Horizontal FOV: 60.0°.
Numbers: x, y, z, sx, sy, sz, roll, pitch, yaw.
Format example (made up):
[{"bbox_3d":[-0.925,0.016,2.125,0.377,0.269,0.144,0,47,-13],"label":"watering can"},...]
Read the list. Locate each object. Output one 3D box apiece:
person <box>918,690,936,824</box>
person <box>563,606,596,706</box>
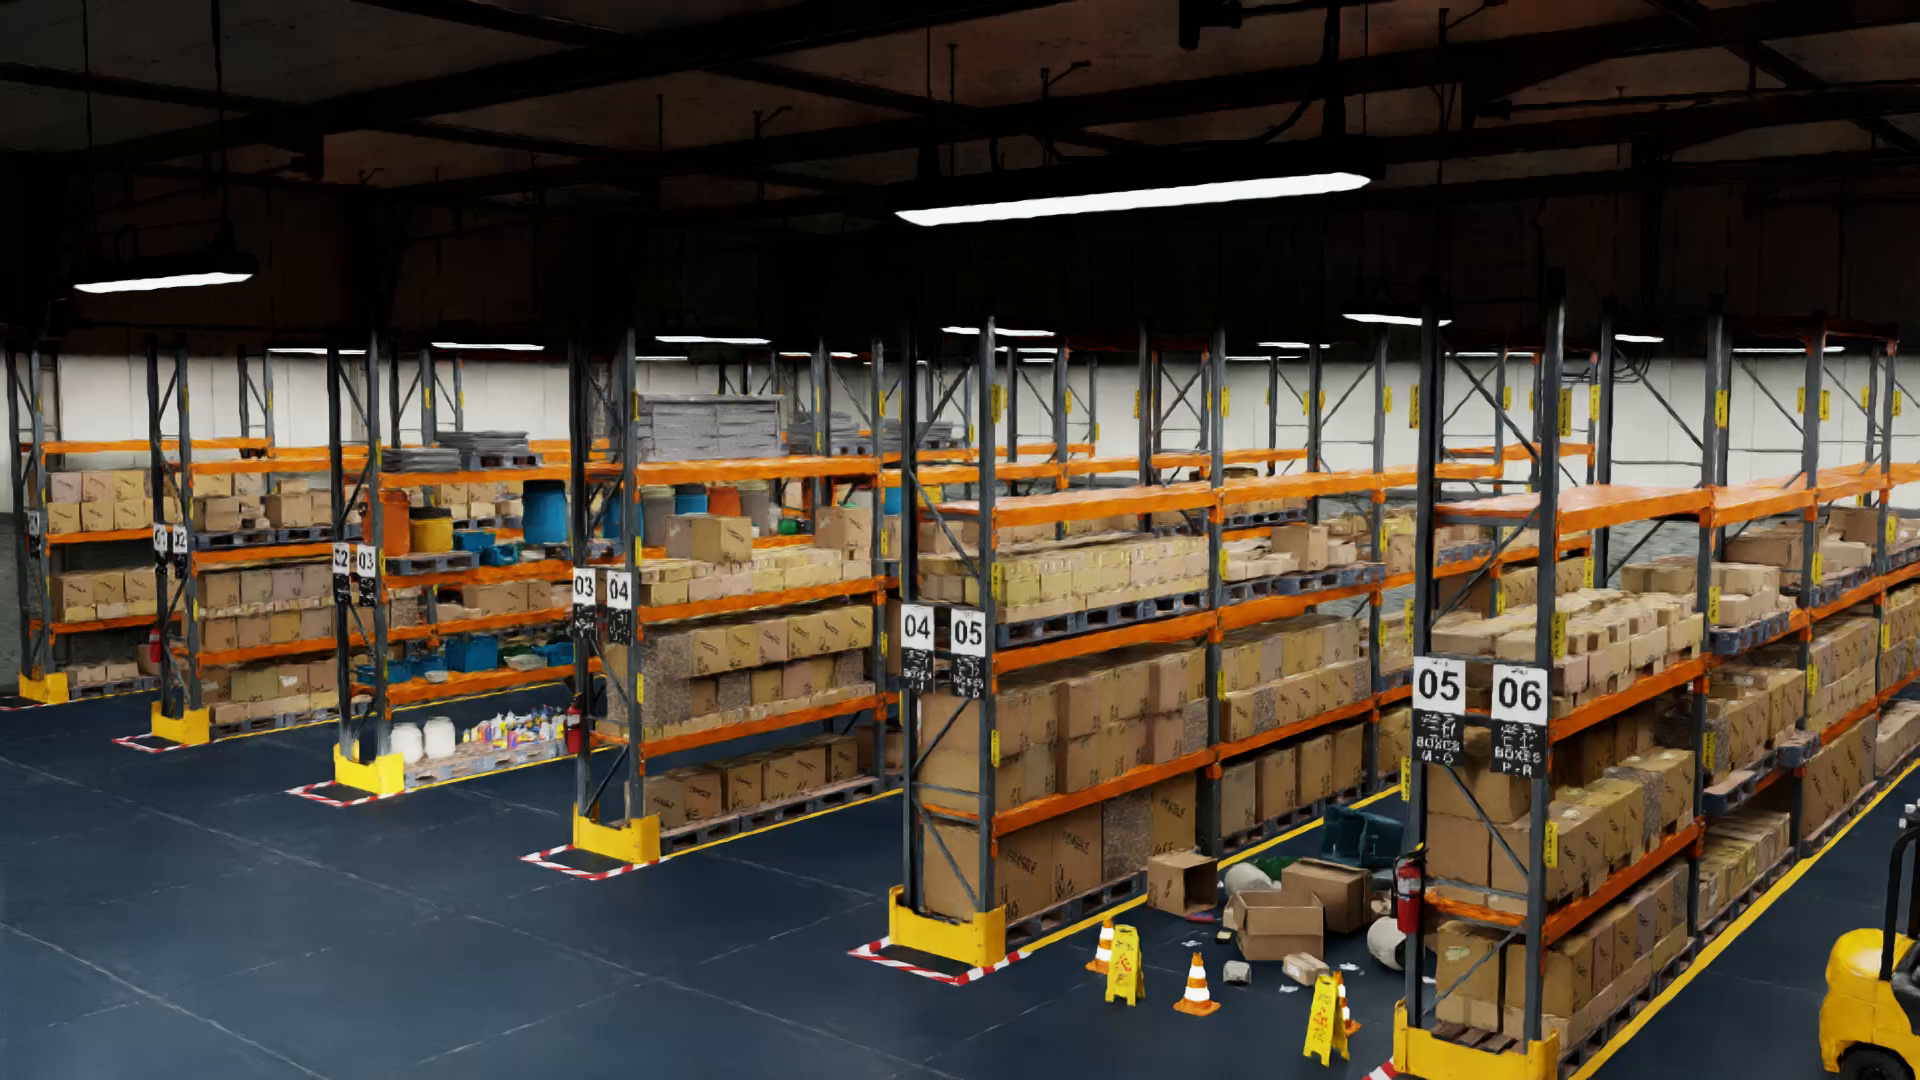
[{"bbox_3d":[-0.432,2.562,20.062,0.404,1.732,0.559,1,5,10],"label":"person"},{"bbox_3d":[-6.236,1.899,27.145,0.677,1.671,0.534,4,7,38],"label":"person"}]
